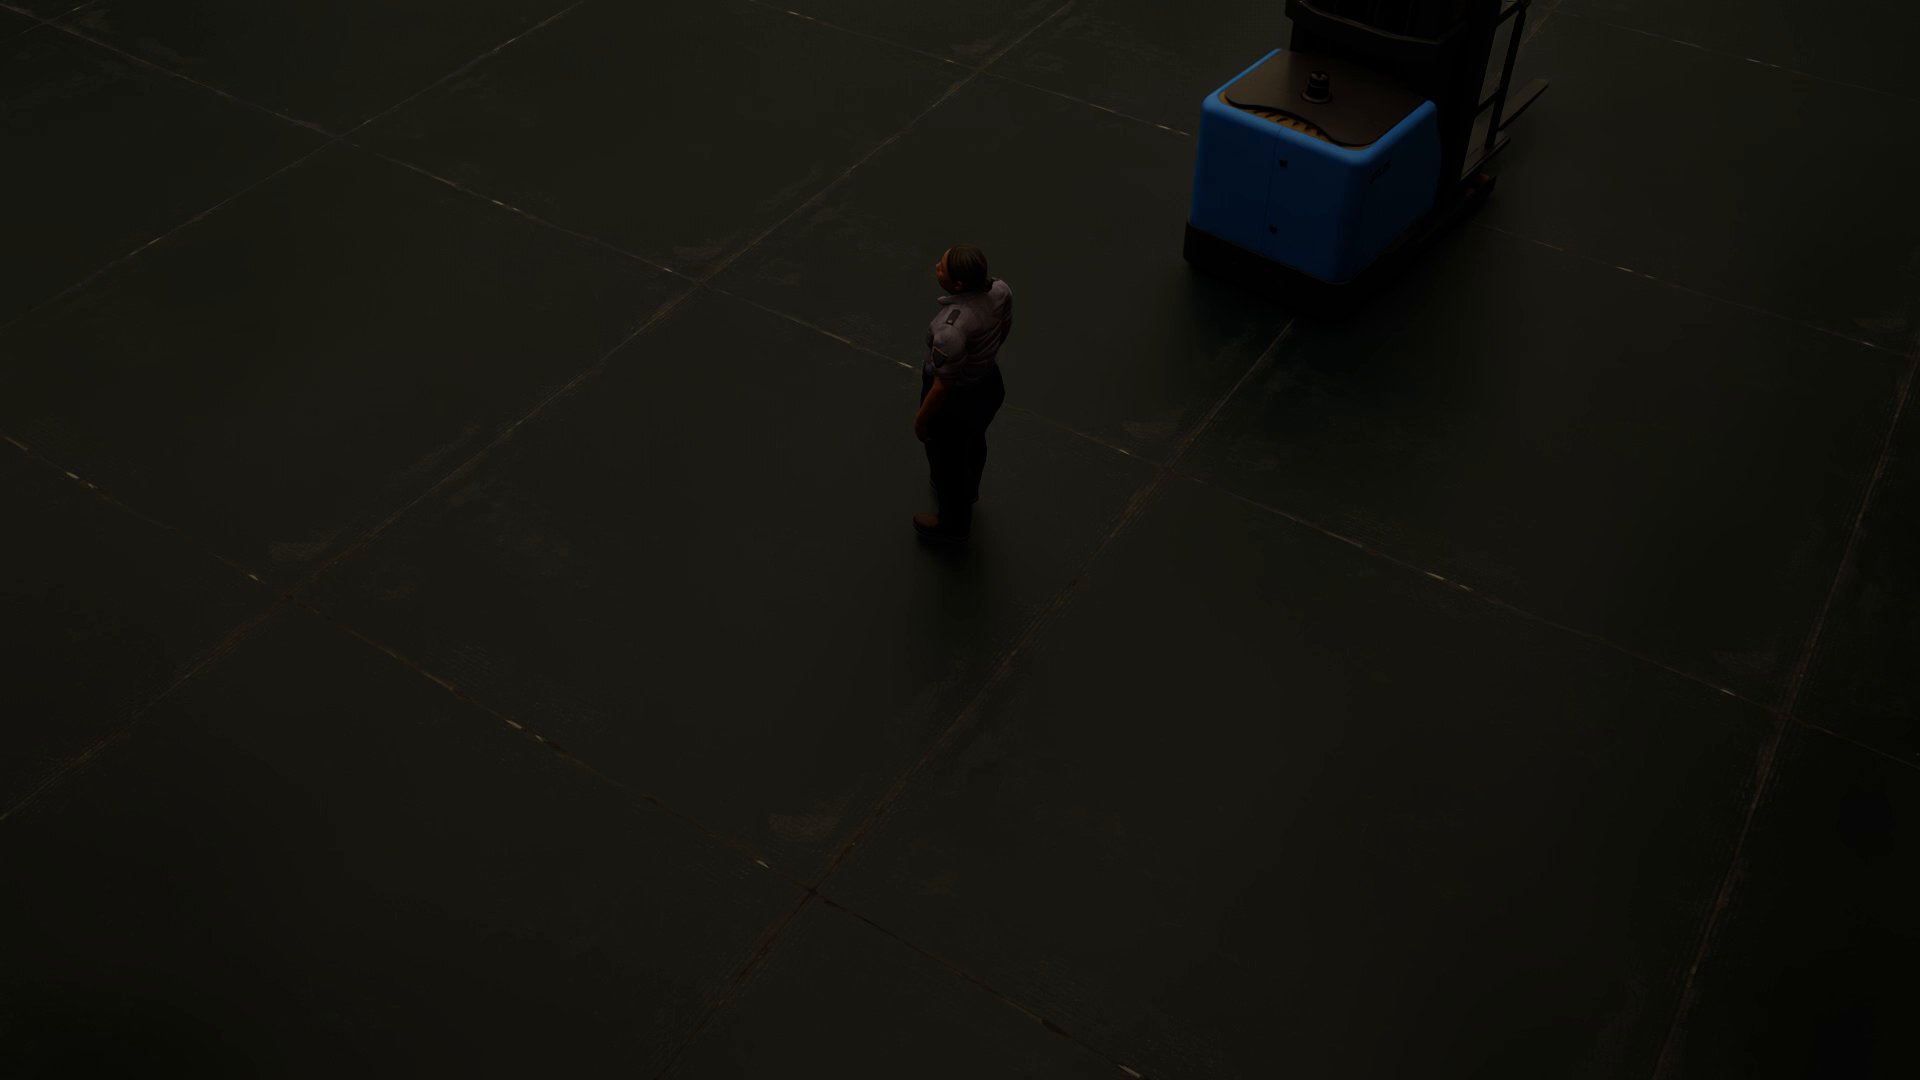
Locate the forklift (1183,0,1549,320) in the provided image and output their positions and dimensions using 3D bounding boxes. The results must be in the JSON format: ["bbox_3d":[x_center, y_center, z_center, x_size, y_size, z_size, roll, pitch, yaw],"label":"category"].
[{"bbox_3d":[2.609,-3.223,9.248,1.130,2.935,3.031,29,51,27],"label":"forklift"}]

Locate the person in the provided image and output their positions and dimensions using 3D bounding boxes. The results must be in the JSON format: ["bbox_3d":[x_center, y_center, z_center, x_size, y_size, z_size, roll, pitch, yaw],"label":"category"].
[{"bbox_3d":[-0.063,-0.679,7.429,0.502,1.651,0.598,24,48,23],"label":"person"}]
